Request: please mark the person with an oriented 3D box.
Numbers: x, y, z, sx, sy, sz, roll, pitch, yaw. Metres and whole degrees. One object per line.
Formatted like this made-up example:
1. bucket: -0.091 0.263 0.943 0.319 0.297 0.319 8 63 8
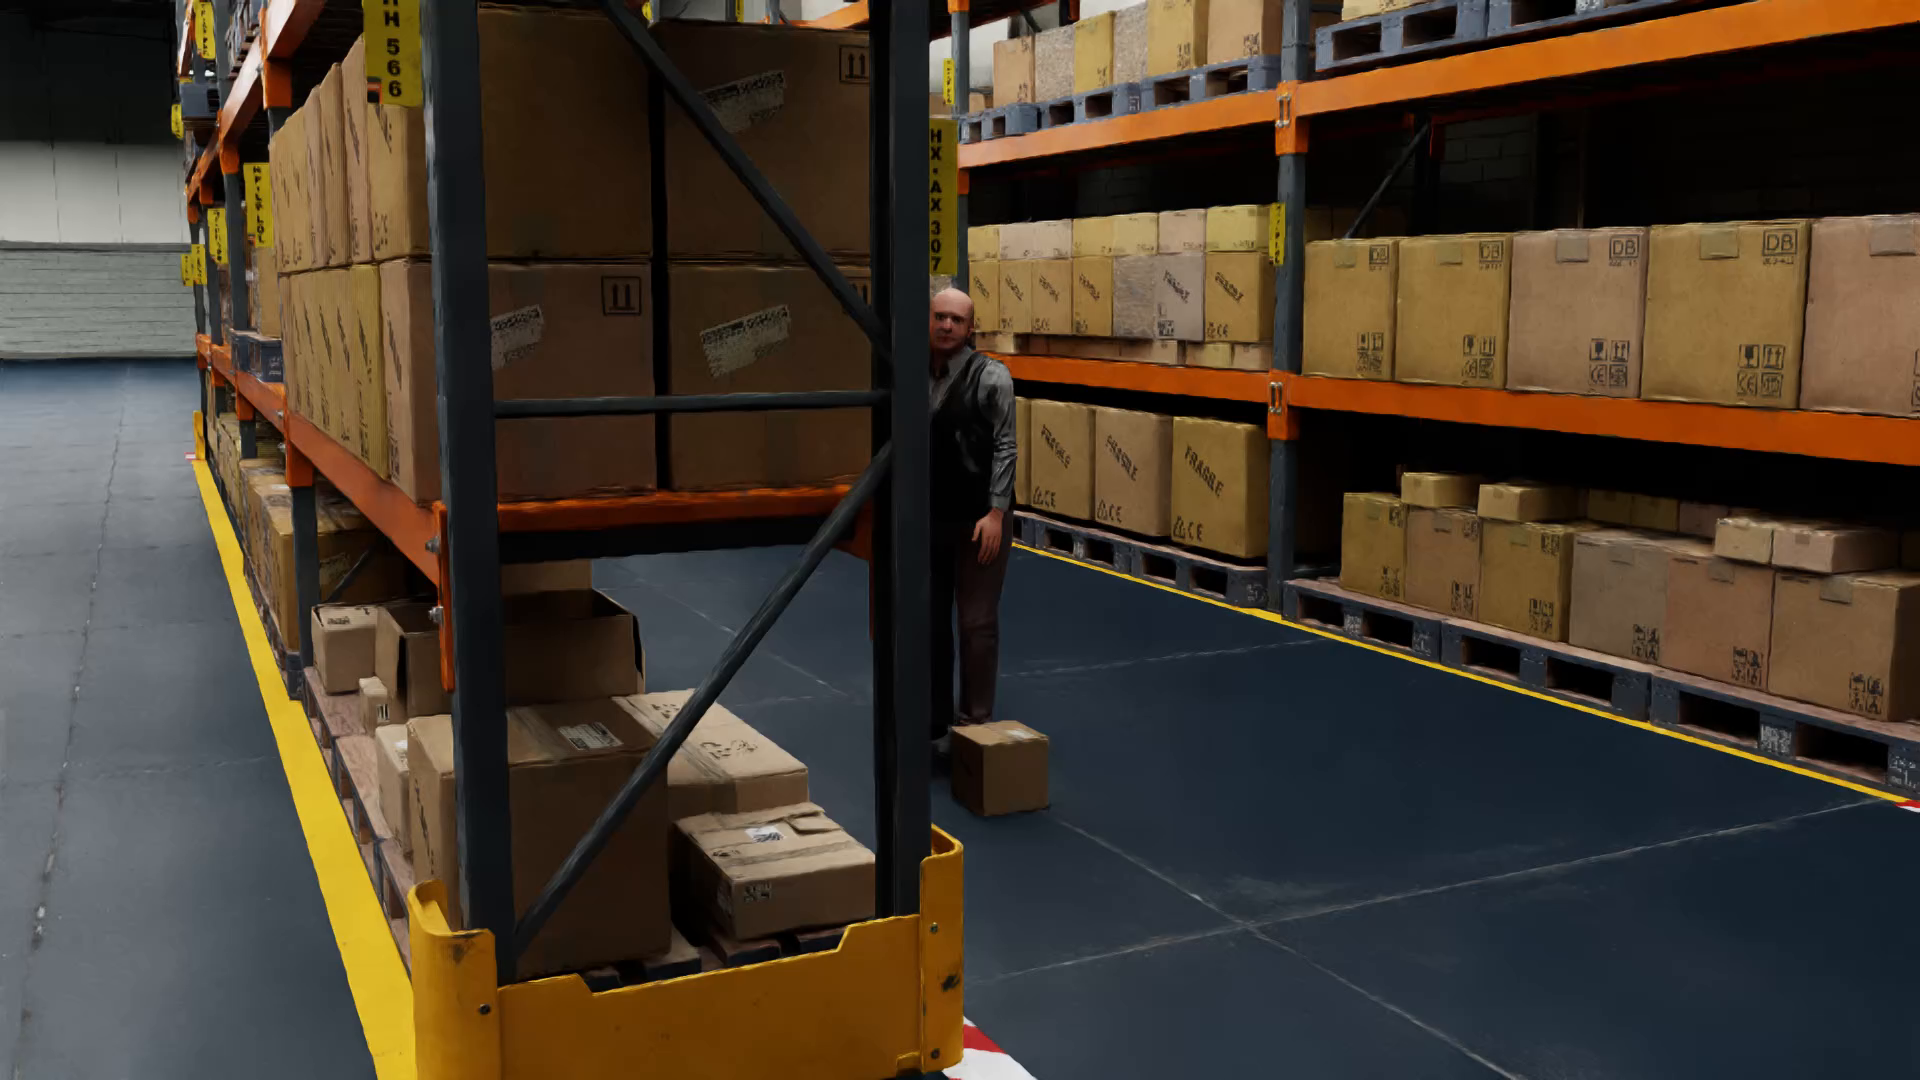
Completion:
1. person: -0.084 -0.054 6.141 0.582 1.730 0.516 5 10 29
